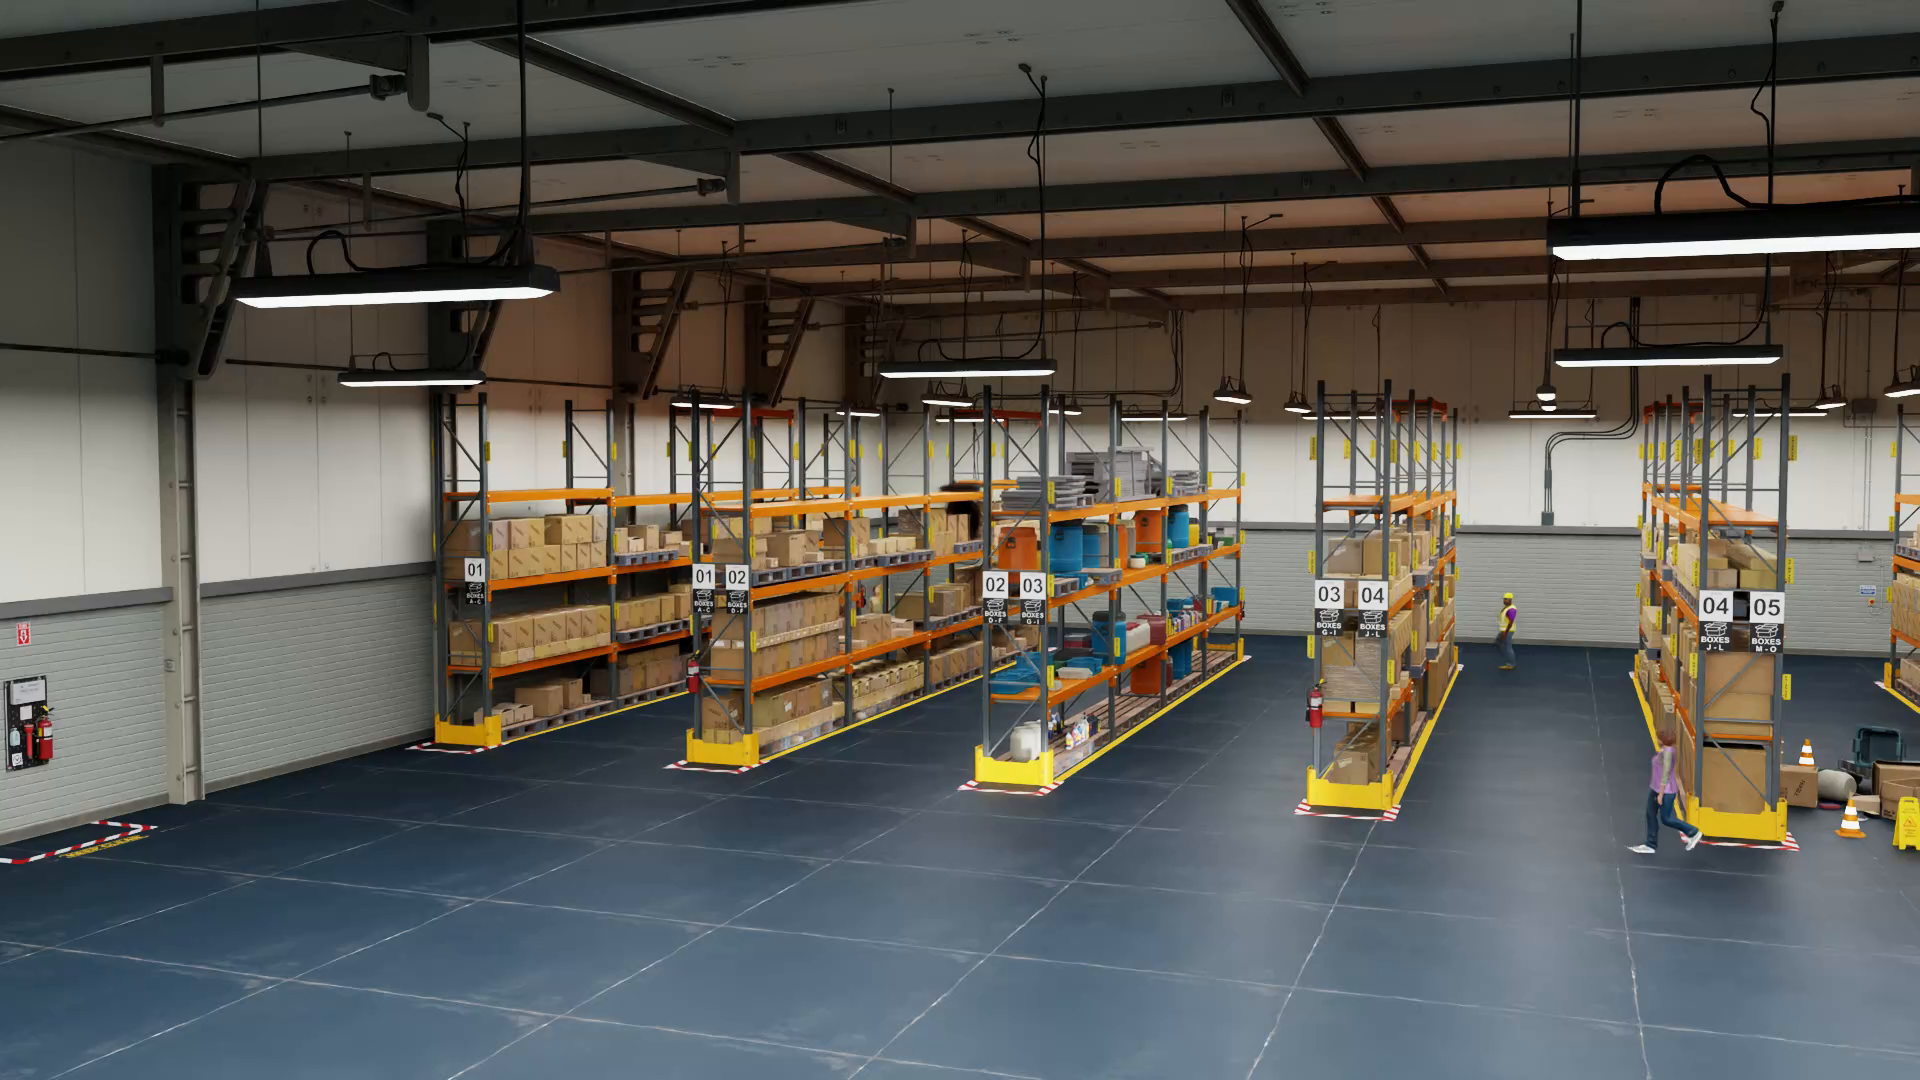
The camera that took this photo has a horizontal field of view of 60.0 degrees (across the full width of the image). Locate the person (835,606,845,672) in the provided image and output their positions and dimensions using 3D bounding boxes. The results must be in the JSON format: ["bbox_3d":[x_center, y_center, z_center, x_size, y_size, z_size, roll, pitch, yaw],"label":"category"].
[{"bbox_3d":[-2.496,2.179,34.955,0.358,1.604,0.428,2,3,28],"label":"person"}]

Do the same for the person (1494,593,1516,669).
[{"bbox_3d":[12.487,2.094,38.101,0.502,1.787,0.615,1,3,21],"label":"person"}]

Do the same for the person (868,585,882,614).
[{"bbox_3d":[-1.949,1.903,40.010,0.574,1.615,1.009,1,3,18],"label":"person"}]

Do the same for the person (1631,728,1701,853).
[{"bbox_3d":[8.766,3.111,20.585,0.760,1.576,0.406,0,3,-1],"label":"person"}]
